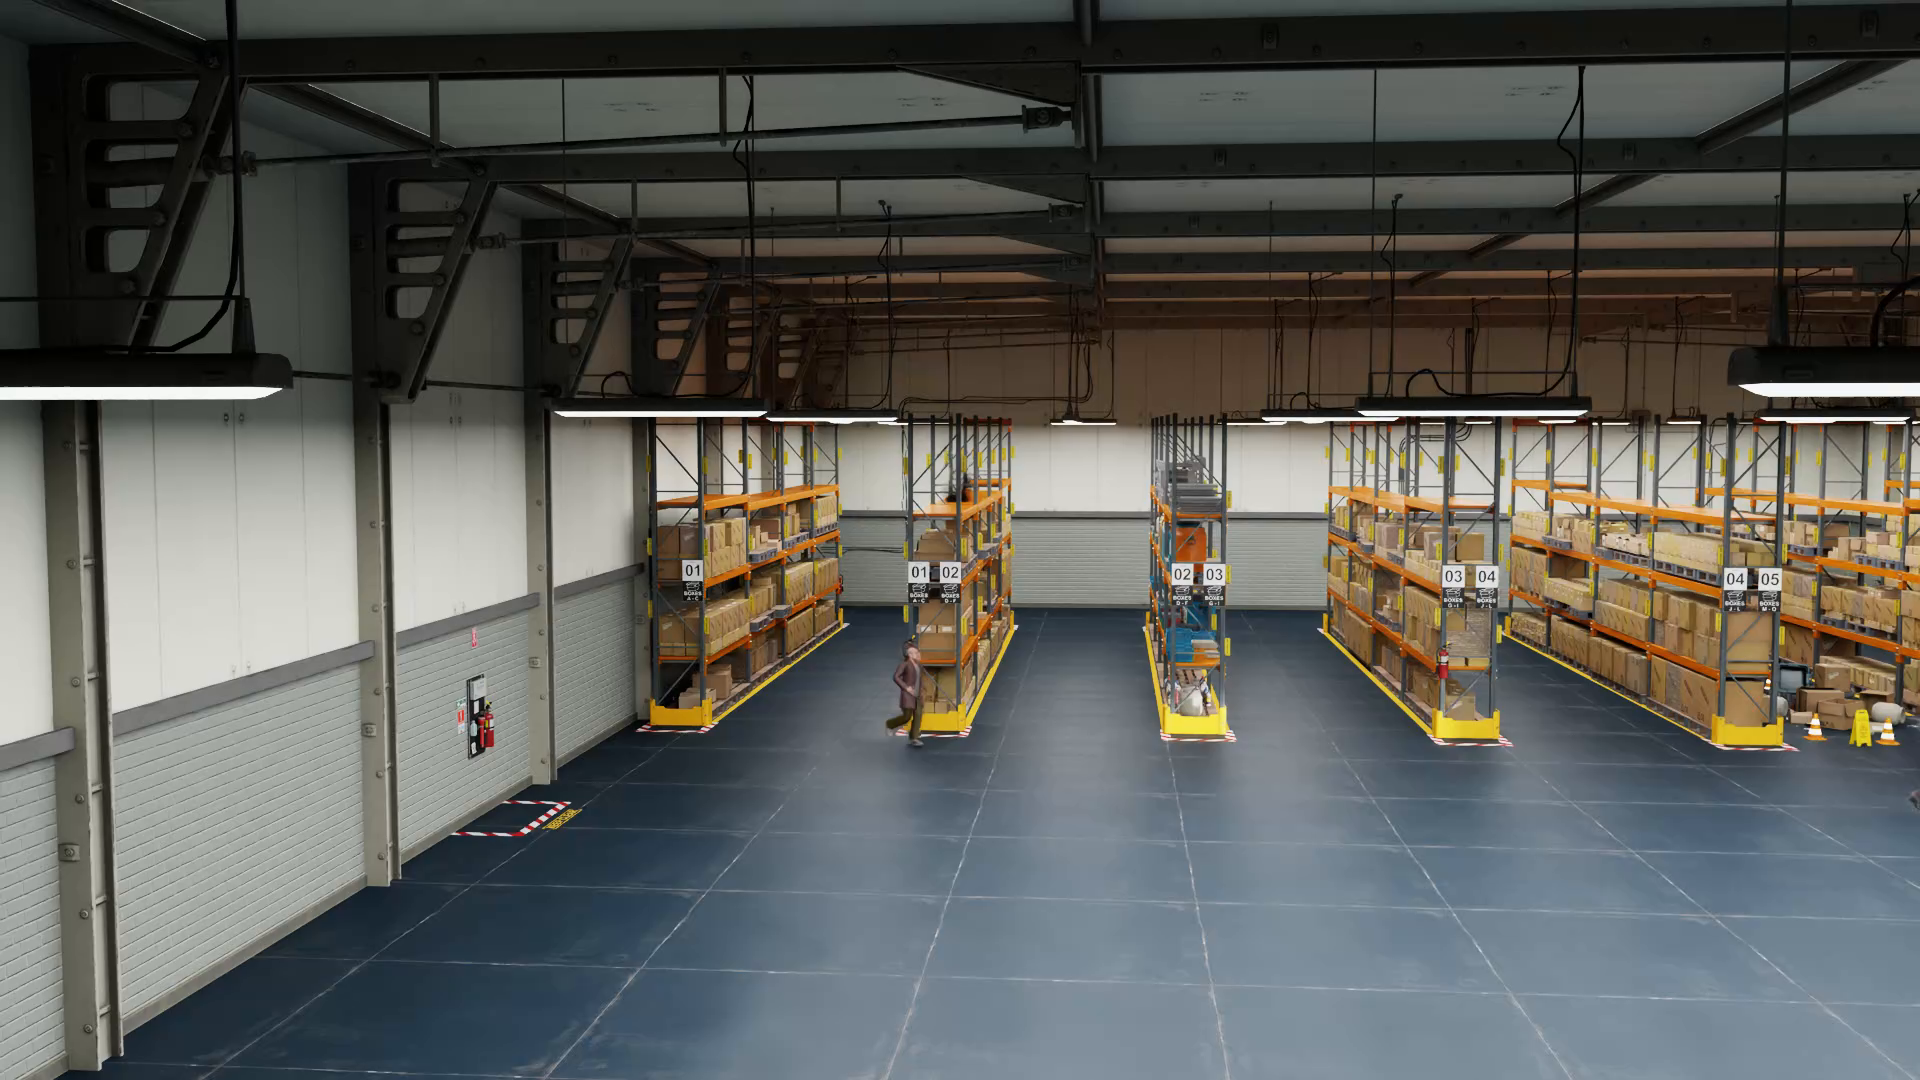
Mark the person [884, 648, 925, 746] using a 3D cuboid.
[{"bbox_3d":[-0.879,2.822,30.243,0.916,1.721,0.773,3,5,39],"label":"person"}]

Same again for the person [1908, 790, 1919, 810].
[{"bbox_3d":[14.229,3.331,24.070,0.913,1.509,0.671,4,5,45],"label":"person"}]

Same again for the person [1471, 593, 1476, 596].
[{"bbox_3d":[14.645,1.681,46.916,0.895,1.803,0.676,-1,4,-9],"label":"person"}]
